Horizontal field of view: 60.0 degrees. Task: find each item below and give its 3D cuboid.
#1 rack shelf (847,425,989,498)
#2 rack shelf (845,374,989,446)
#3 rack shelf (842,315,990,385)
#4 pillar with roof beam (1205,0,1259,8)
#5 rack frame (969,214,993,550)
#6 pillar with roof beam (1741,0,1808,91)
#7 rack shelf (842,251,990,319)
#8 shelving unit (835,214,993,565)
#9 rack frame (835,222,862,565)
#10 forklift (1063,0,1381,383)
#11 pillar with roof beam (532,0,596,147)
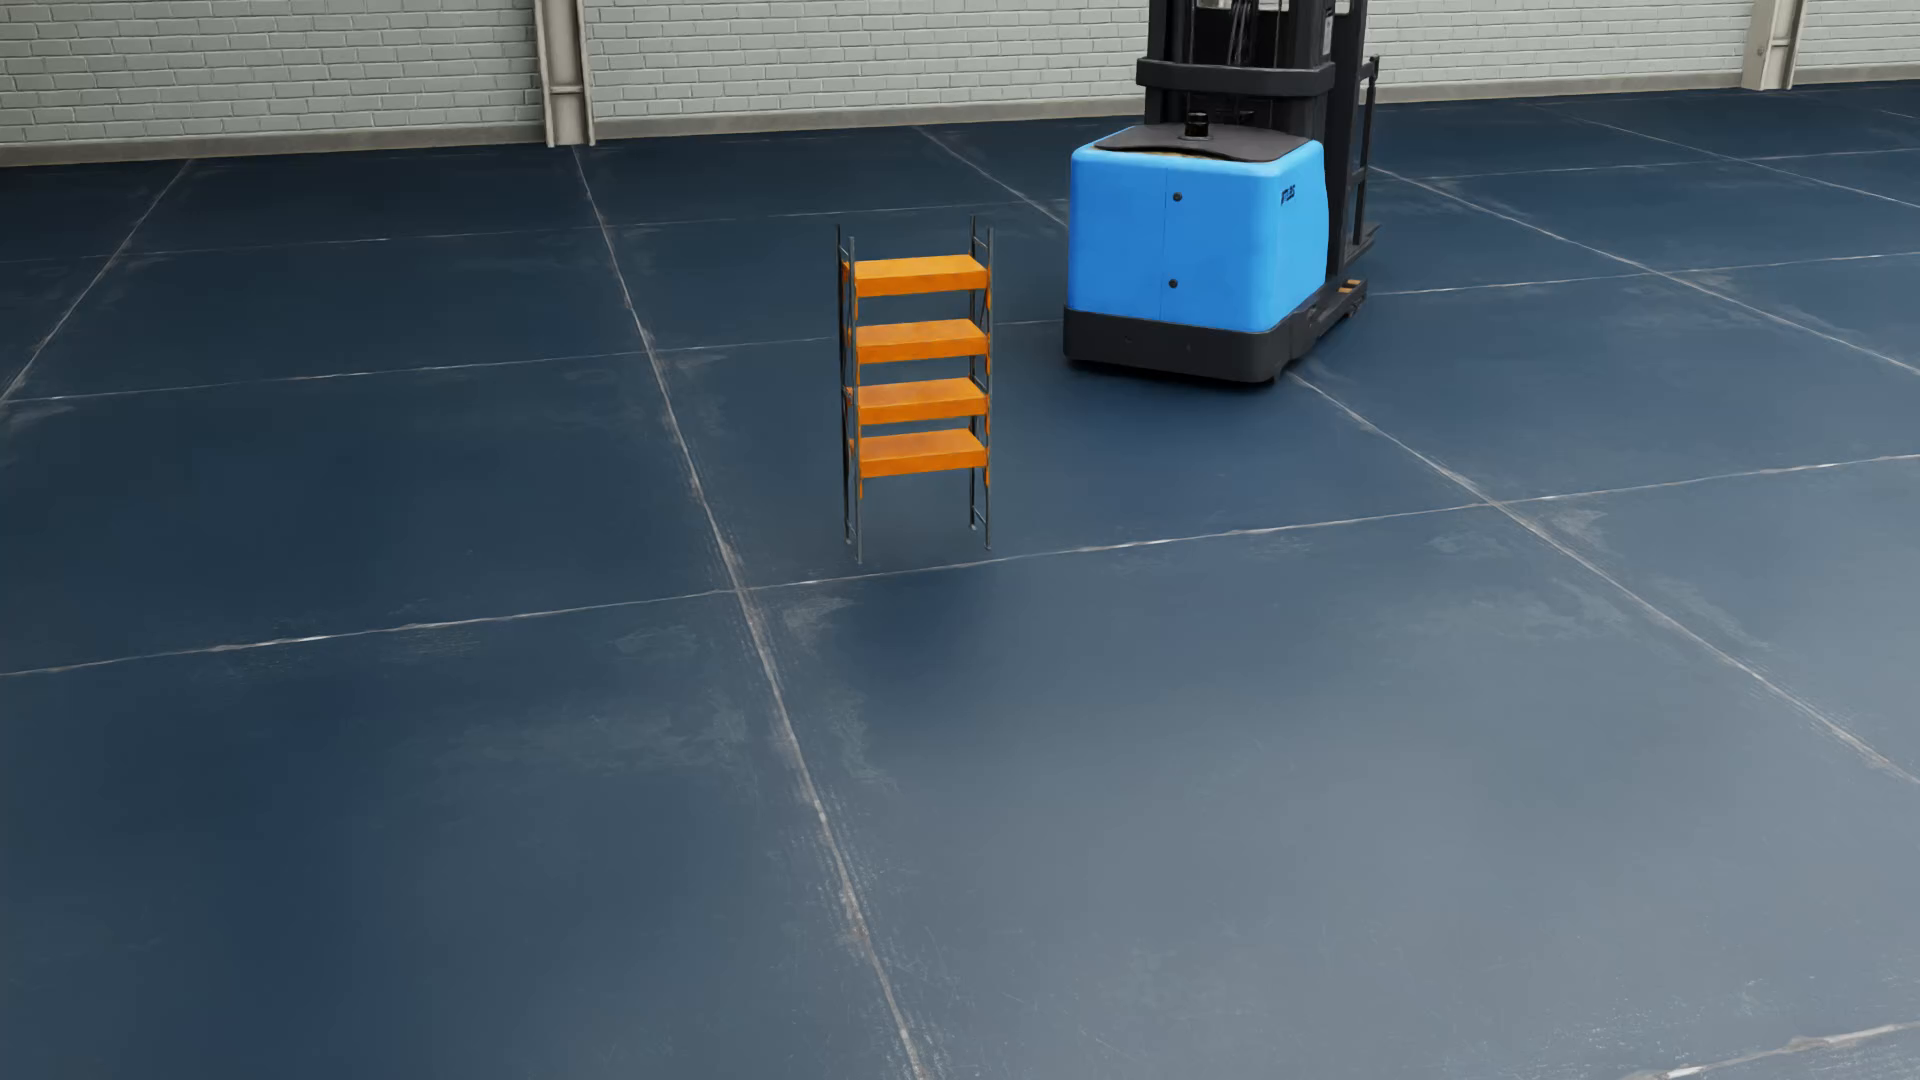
[{"bbox_3d":[-0.159,-0.289,6.077,0.480,0.148,0.258,-6,24,-14],"label":"rack shelf"},{"bbox_3d":[-0.159,-0.472,5.999,0.480,0.148,0.258,-6,24,-14],"label":"rack shelf"},{"bbox_3d":[-0.159,-0.677,5.911,0.480,0.148,0.258,-6,24,-14],"label":"rack shelf"},{"bbox_3d":[3.644,-6.500,9.987,0.400,9.000,9.100,-6,24,-14],"label":"pillar with roof beam"},{"bbox_3d":[0.076,-0.560,6.033,0.015,1.200,0.240,-6,24,-14],"label":"rack frame"},{"bbox_3d":[9.421,-7.139,11.476,0.400,9.000,9.100,-6,24,-14],"label":"pillar with roof beam"},{"bbox_3d":[-0.159,-0.895,5.817,0.480,0.148,0.258,-6,24,-14],"label":"rack shelf"},{"bbox_3d":[-0.159,-0.534,5.972,0.503,1.200,0.258,-6,24,-14],"label":"shelving unit"},{"bbox_3d":[-0.394,-0.508,5.912,0.015,1.200,0.240,-6,24,-14],"label":"rack frame"},{"bbox_3d":[1.615,-2.629,8.660,1.130,2.935,3.031,11,26,24],"label":"forklift"},{"bbox_3d":[-2.133,-5.861,8.498,0.400,9.000,9.100,-6,24,-14],"label":"pillar with roof beam"}]
